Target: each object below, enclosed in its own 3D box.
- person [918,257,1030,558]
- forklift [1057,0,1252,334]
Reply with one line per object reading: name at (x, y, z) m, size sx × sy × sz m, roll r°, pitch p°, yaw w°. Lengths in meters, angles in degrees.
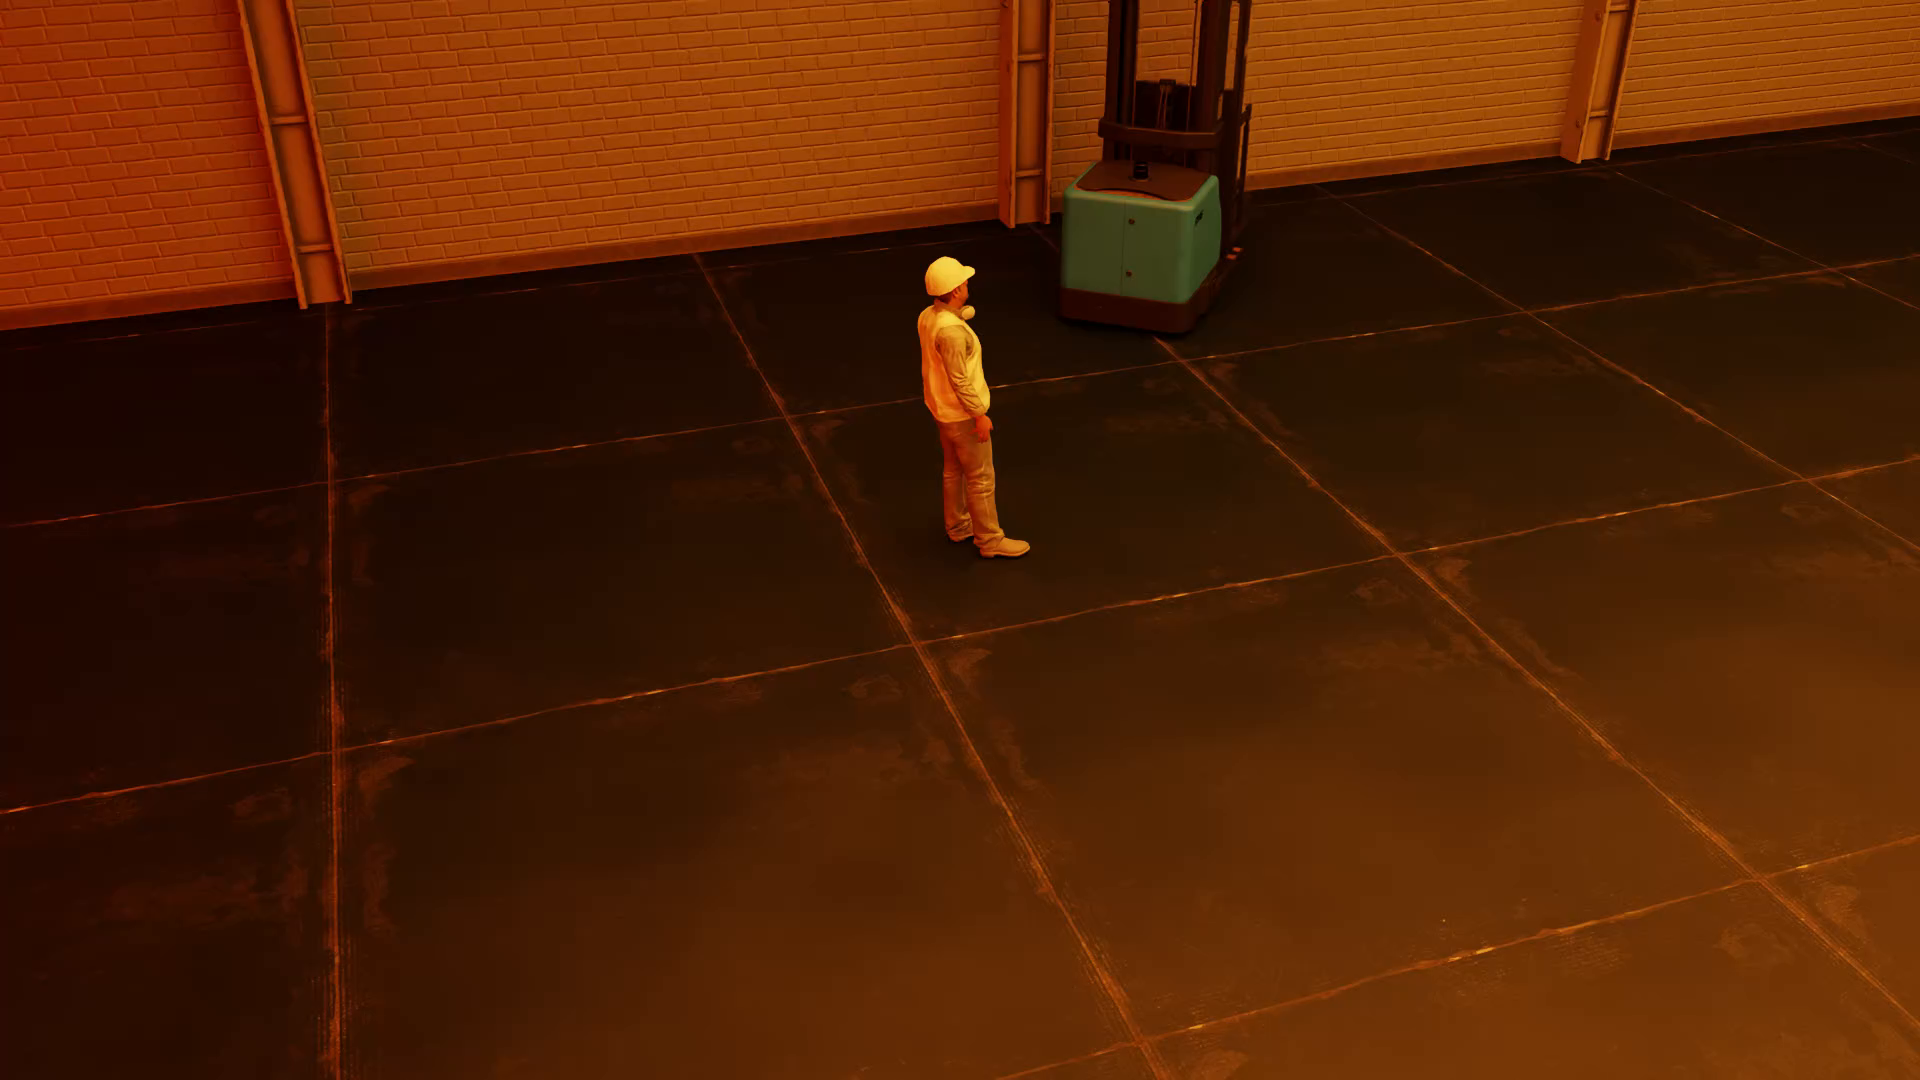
person at (0.062, -0.782, 9.591) m, size 0.566 × 1.775 × 0.634 m, roll -10°, pitch 31°, yaw -16°
forklift at (1.767, -3.554, 13.263) m, size 1.130 × 2.935 × 3.031 m, roll 11°, pitch 32°, yaw 18°
